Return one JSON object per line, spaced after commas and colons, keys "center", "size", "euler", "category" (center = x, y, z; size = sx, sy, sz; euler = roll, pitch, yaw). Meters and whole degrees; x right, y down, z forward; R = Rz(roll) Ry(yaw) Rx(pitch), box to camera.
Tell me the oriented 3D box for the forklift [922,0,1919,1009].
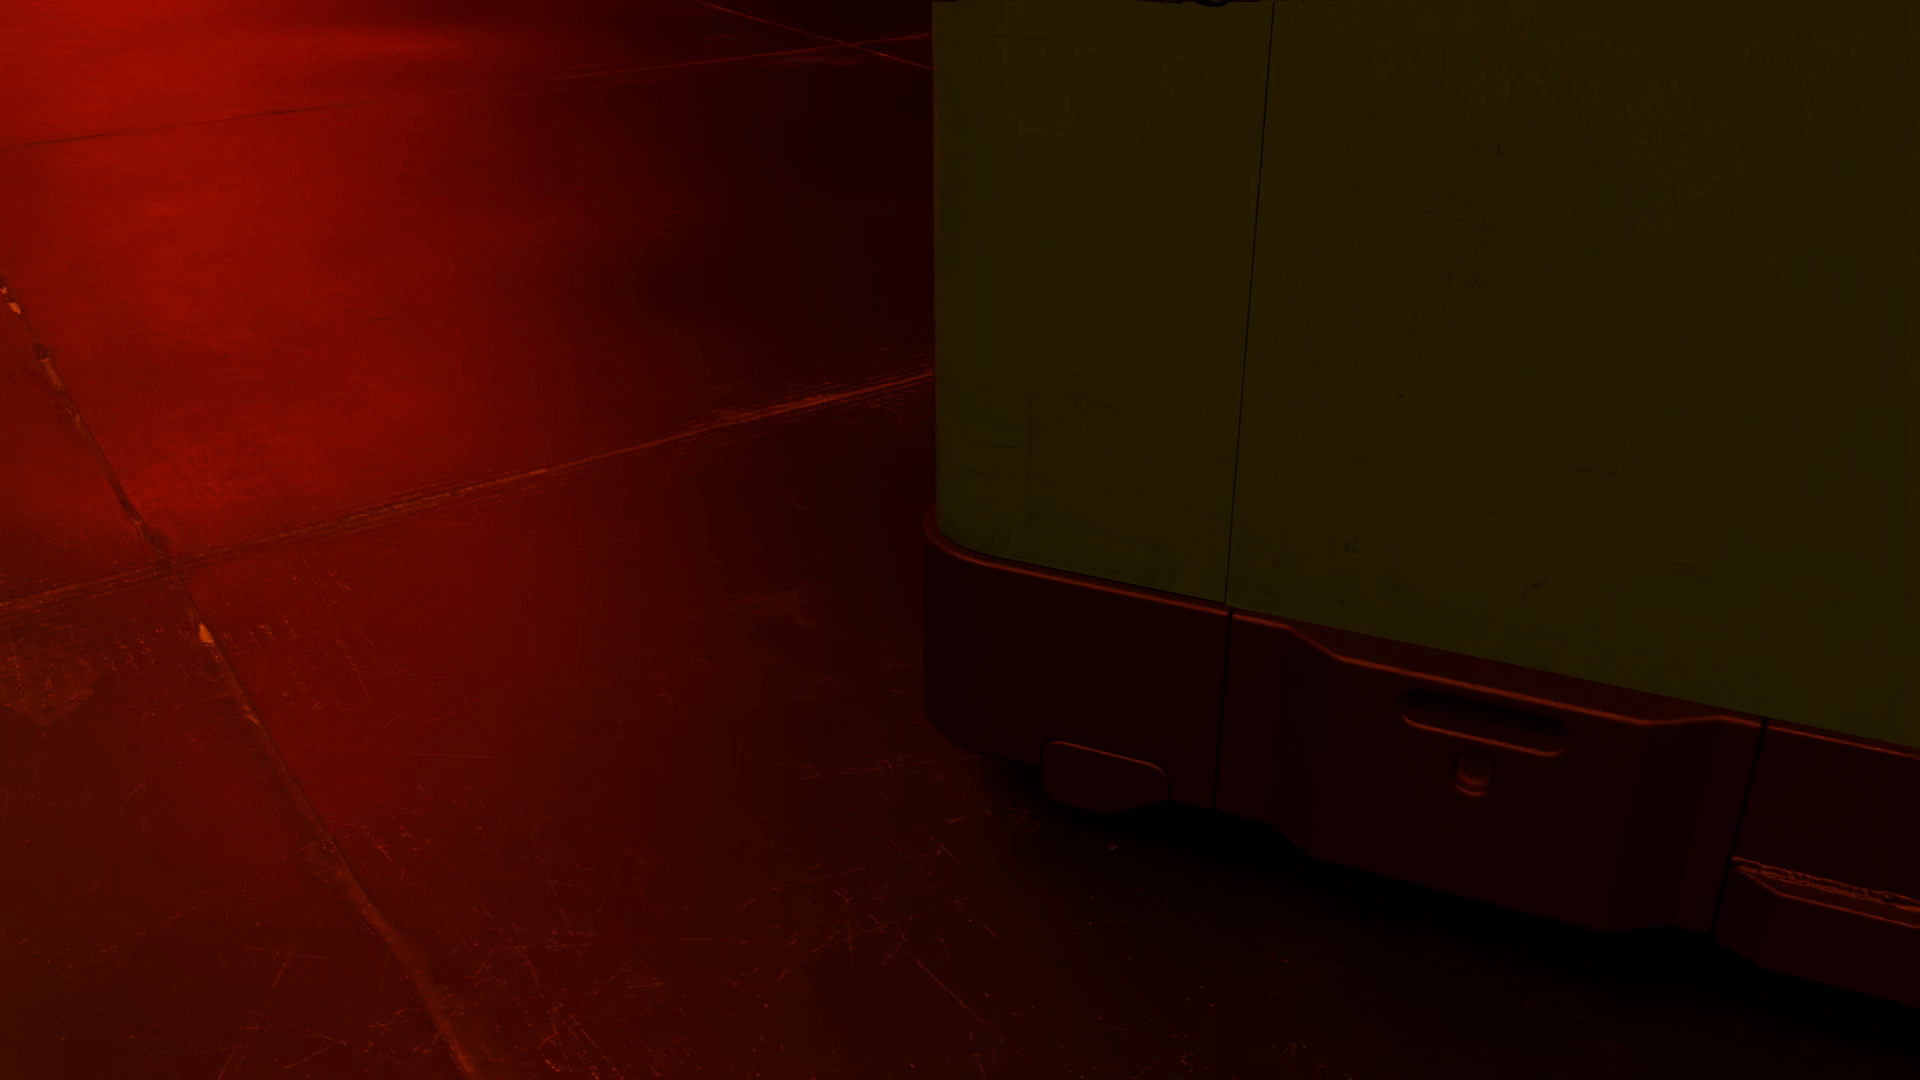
{"center": [1.520, -0.961, 1.148], "size": [3.031, 2.935, 1.130], "euler": [12, 29, 22], "category": "forklift"}
